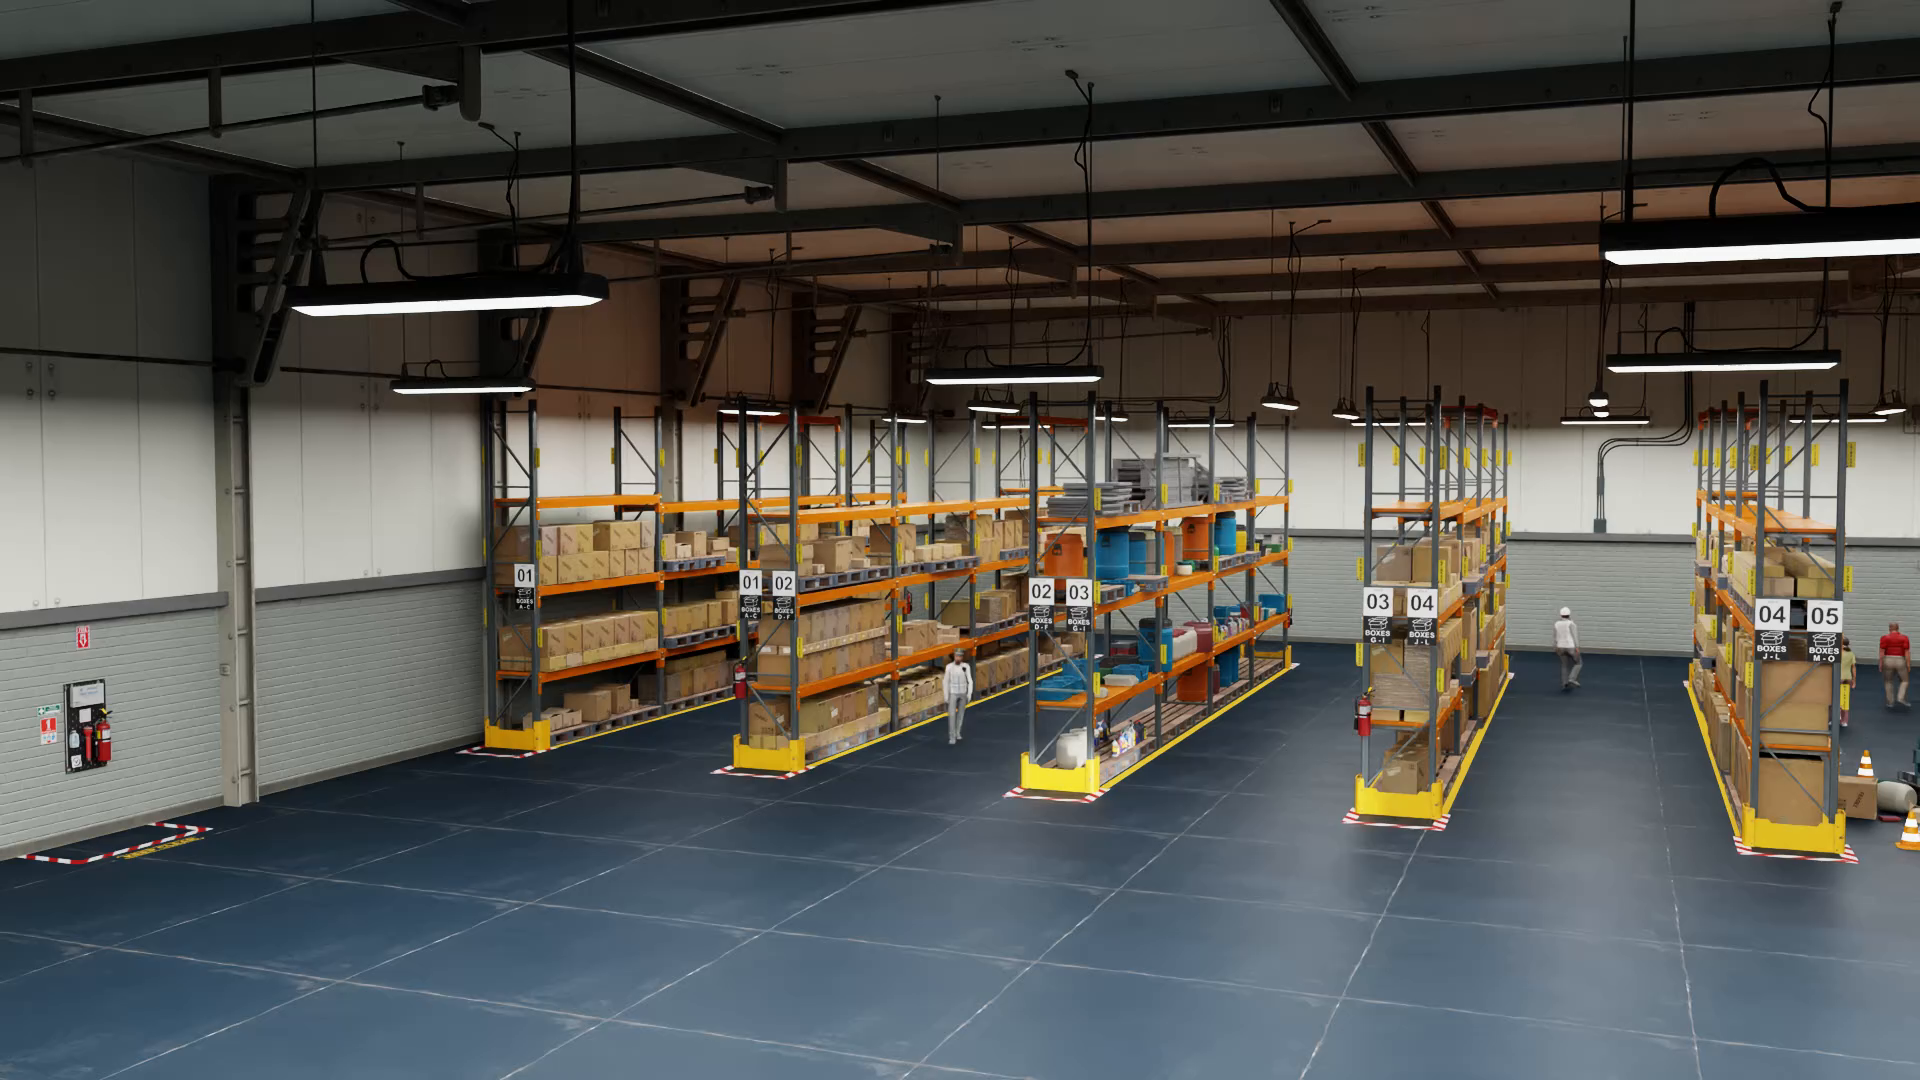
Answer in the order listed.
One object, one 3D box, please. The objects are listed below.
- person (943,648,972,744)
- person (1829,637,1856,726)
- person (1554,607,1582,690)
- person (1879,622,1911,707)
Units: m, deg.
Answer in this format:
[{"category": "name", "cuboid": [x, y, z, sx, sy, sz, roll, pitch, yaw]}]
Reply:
[{"category": "person", "cuboid": [-0.025, 2.718, 29.206, 0.509, 1.647, 0.859, -1, 3, -14]}, {"category": "person", "cuboid": [16.451, 2.646, 31.025, 0.490, 1.691, 0.396, 0, 3, -3]}, {"category": "person", "cuboid": [13.150, 2.337, 35.914, 0.434, 1.773, 0.641, -3, 4, -42]}, {"category": "person", "cuboid": [18.725, 2.503, 33.297, 0.585, 1.723, 0.562, 1, 3, 27]}]
